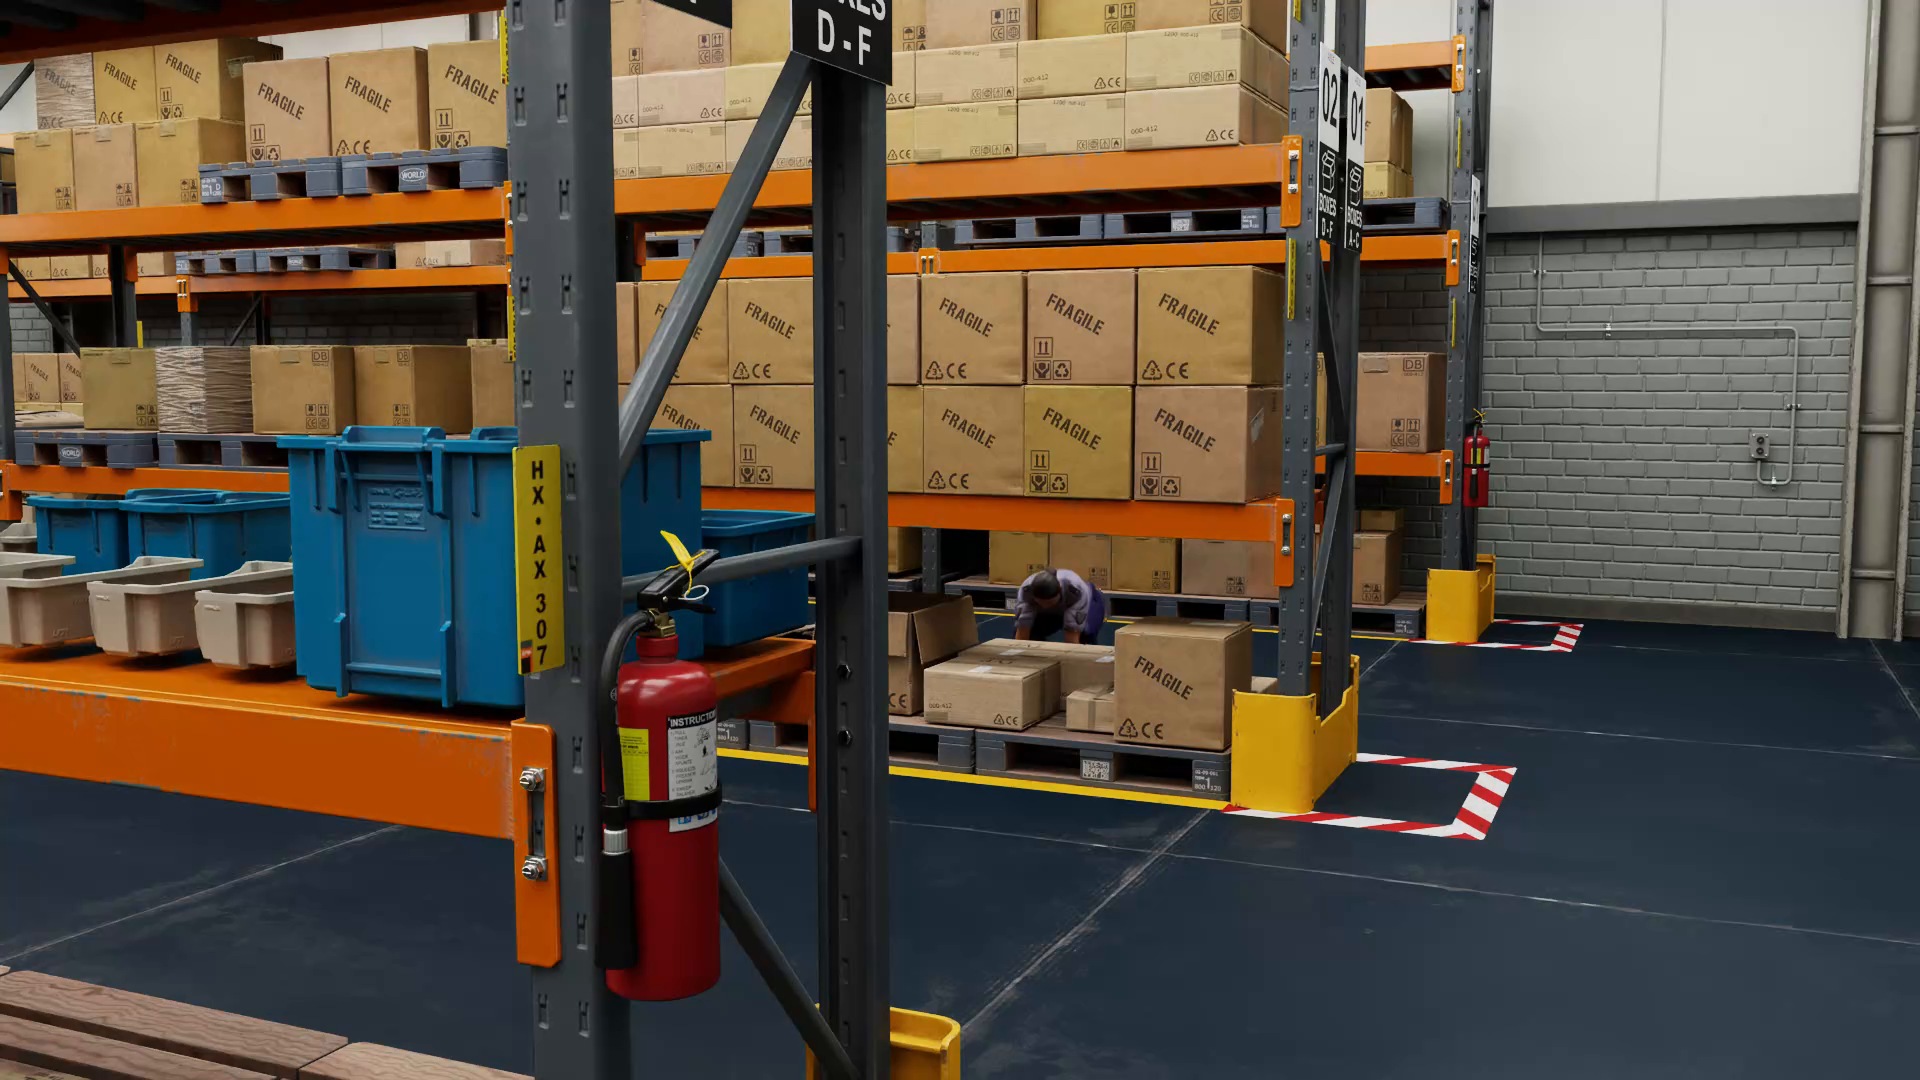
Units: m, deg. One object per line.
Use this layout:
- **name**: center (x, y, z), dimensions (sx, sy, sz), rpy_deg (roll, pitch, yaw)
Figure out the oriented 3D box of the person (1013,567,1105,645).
- **person**: center (0.588, 0.510, 9.983), dimensions (0.510, 0.761, 0.874), rpy_deg (2, 6, 22)
